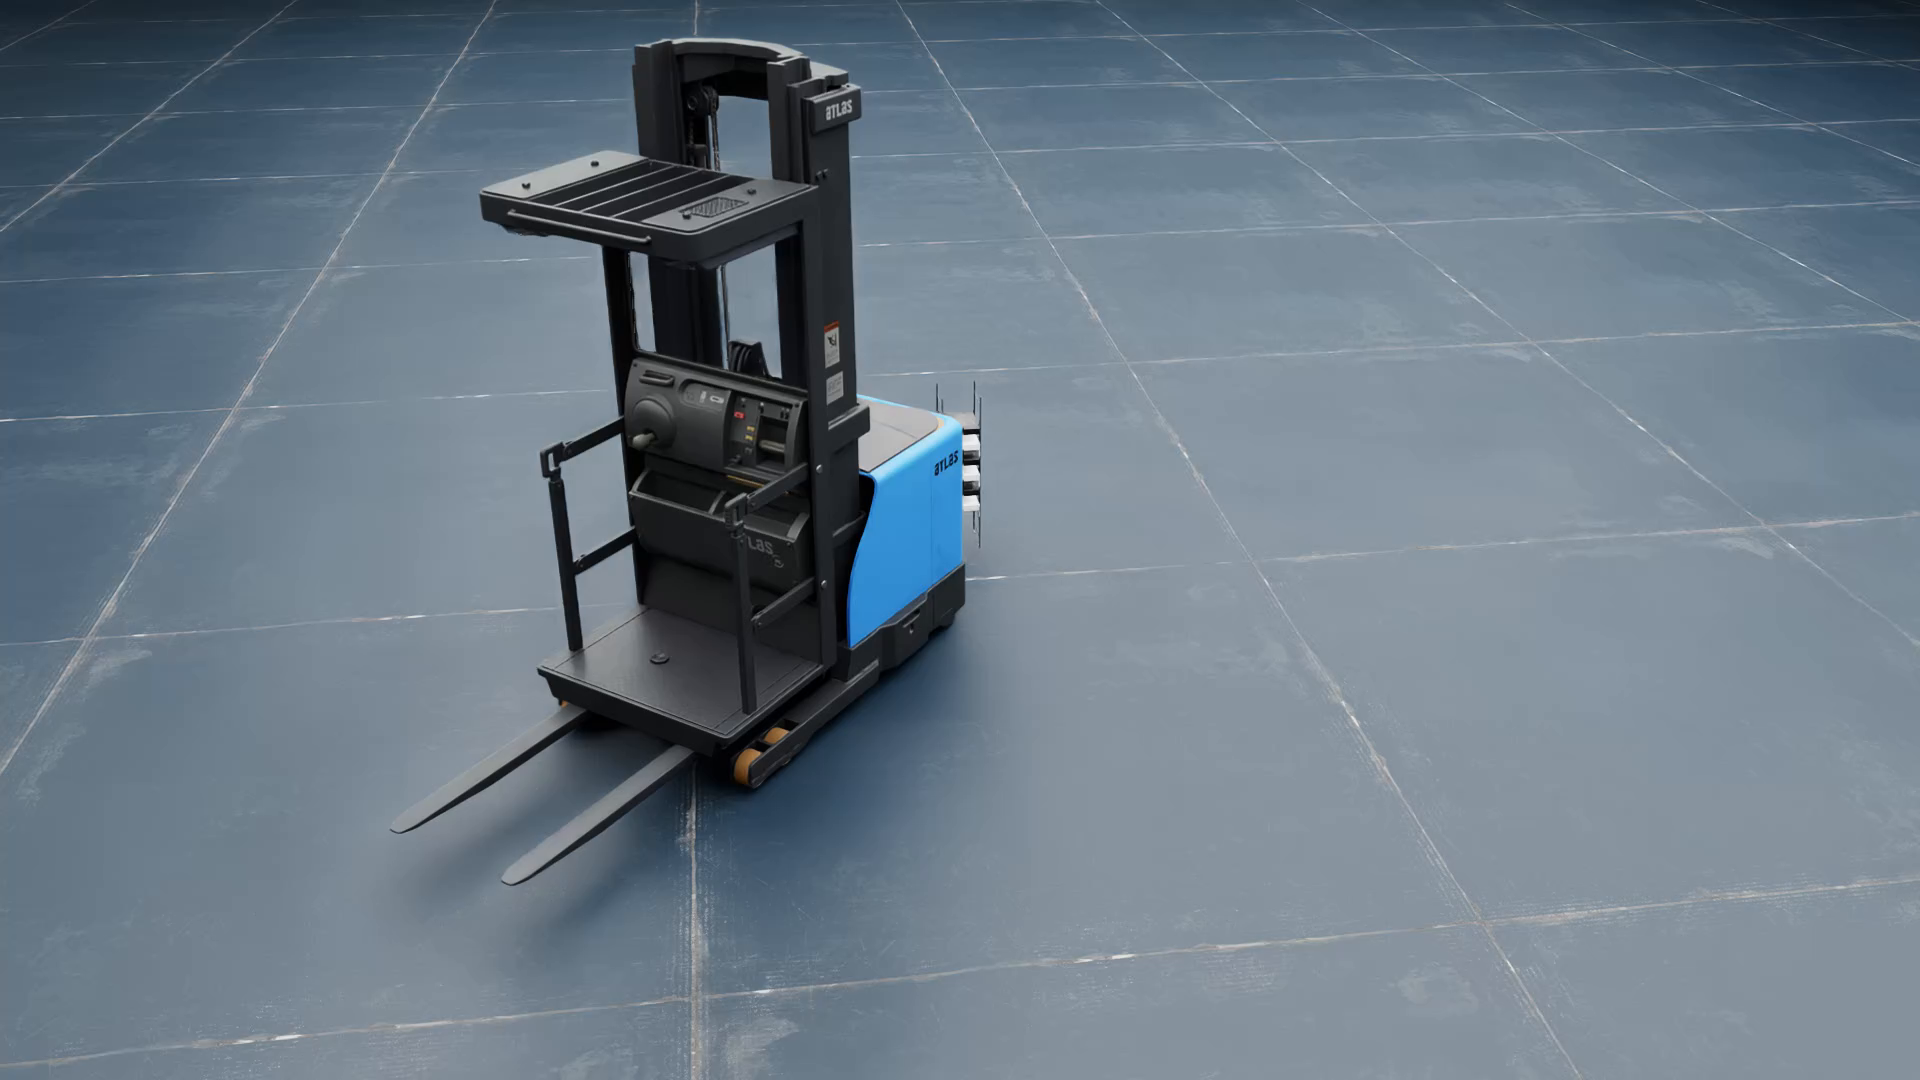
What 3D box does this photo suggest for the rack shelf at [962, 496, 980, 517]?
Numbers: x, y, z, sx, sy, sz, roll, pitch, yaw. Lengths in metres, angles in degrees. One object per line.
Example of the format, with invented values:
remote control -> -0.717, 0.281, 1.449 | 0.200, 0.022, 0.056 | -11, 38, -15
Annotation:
rack shelf -> -0.008, -0.210, 9.141 | 0.200, 0.077, 0.258 | -4, 27, -7

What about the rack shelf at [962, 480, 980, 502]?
rack shelf -> -0.008, -0.290, 9.100 | 0.200, 0.077, 0.258 | -4, 27, -7

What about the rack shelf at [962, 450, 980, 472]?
rack shelf -> -0.008, -0.450, 9.018 | 0.200, 0.077, 0.258 | -4, 27, -7

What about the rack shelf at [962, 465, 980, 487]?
rack shelf -> -0.008, -0.370, 9.059 | 0.200, 0.077, 0.258 | -4, 27, -7

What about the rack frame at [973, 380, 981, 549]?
rack frame -> 0.093, -0.406, 9.056 | 0.006, 0.900, 0.240 | -4, 27, -7

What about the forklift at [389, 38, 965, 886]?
forklift -> -1.173, -0.478, 6.972 | 1.130, 2.935, 3.031 | 16, 31, 28

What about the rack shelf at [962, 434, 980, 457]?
rack shelf -> -0.008, -0.530, 8.977 | 0.200, 0.077, 0.258 | -4, 27, -7

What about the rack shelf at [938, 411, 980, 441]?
rack shelf -> -0.008, -0.610, 8.936 | 0.200, 0.077, 0.258 | -4, 27, -7

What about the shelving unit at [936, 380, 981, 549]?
shelving unit -> -0.008, -0.400, 9.044 | 0.210, 0.900, 0.258 | -4, 27, -7

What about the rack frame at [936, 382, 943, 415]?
rack frame -> -0.109, -0.393, 9.031 | 0.006, 0.900, 0.240 | -4, 27, -7
